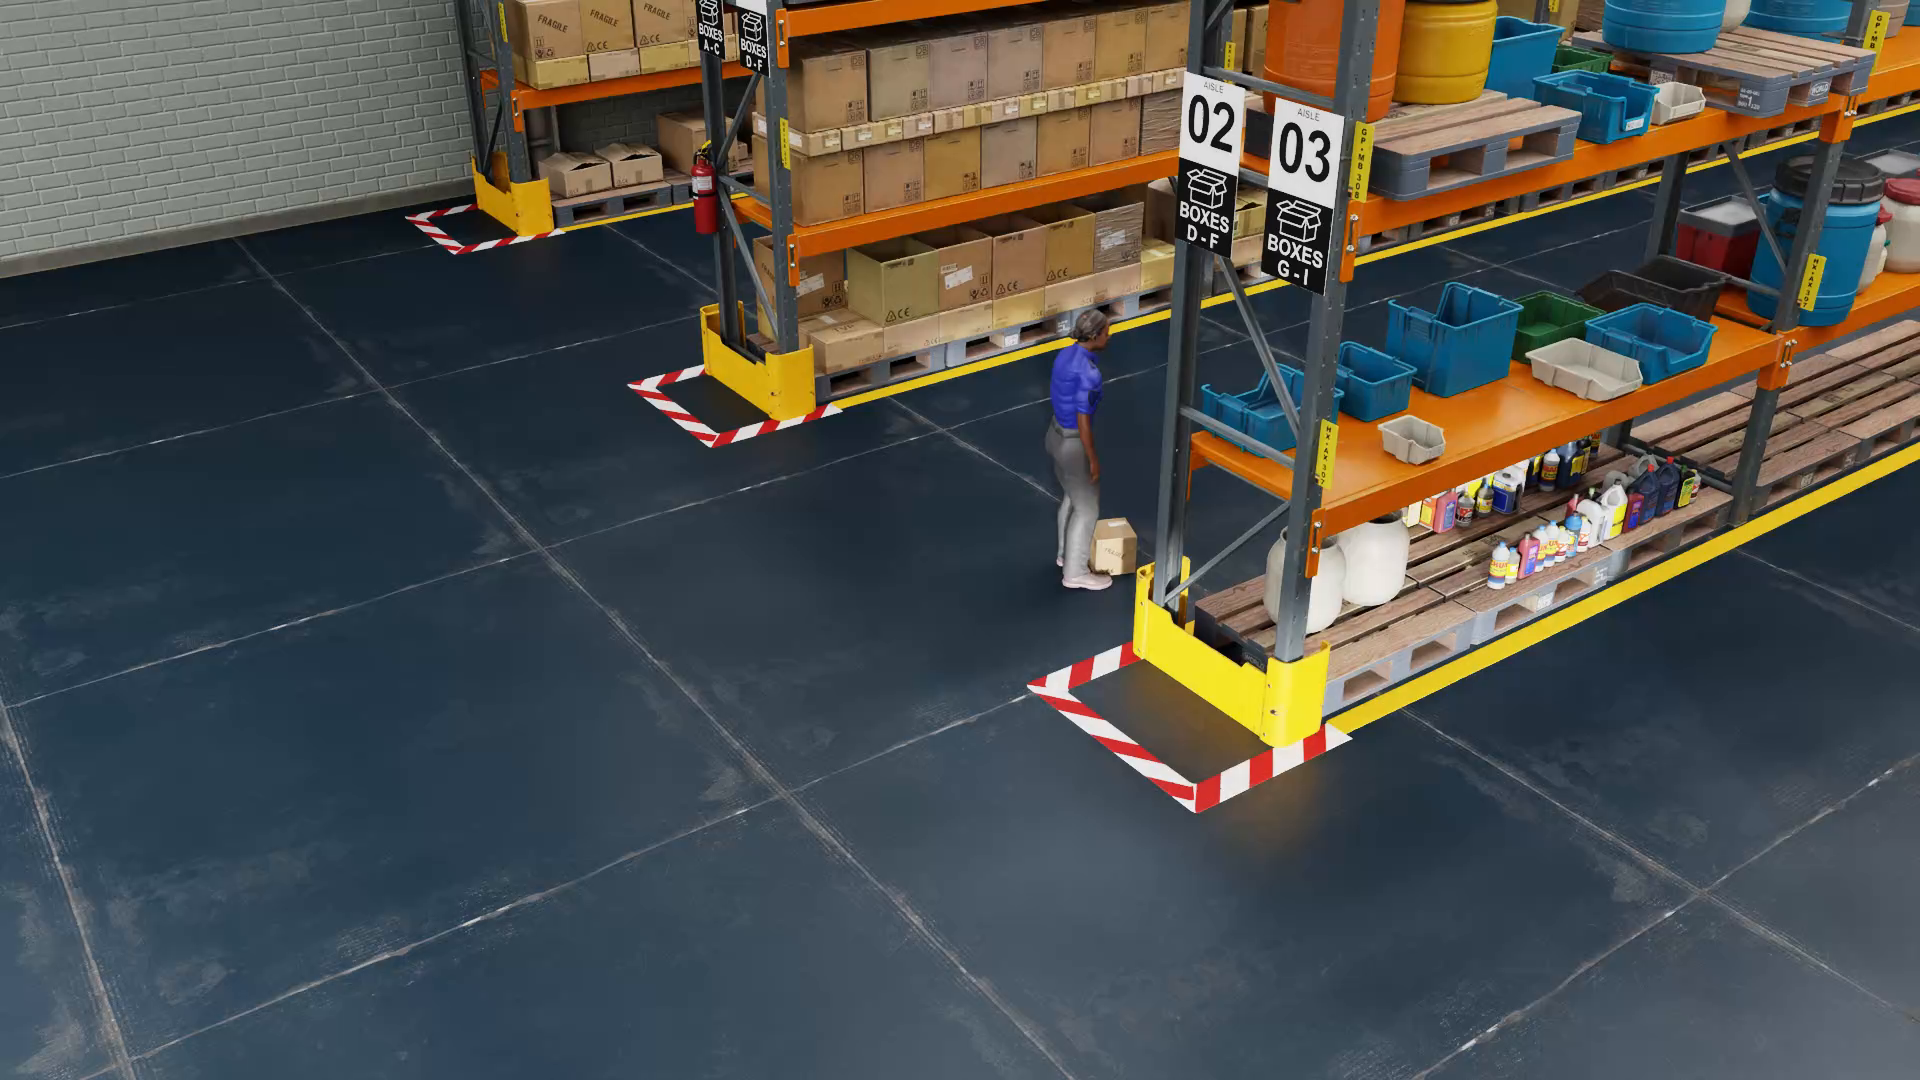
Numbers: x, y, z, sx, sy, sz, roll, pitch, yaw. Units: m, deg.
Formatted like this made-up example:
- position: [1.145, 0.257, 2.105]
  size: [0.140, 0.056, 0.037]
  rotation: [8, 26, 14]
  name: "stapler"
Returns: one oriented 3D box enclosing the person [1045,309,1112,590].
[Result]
- position: [0.704, -0.540, 9.613]
  size: [0.391, 1.655, 0.509]
  rotation: [-8, 30, -14]
  name: "person"
